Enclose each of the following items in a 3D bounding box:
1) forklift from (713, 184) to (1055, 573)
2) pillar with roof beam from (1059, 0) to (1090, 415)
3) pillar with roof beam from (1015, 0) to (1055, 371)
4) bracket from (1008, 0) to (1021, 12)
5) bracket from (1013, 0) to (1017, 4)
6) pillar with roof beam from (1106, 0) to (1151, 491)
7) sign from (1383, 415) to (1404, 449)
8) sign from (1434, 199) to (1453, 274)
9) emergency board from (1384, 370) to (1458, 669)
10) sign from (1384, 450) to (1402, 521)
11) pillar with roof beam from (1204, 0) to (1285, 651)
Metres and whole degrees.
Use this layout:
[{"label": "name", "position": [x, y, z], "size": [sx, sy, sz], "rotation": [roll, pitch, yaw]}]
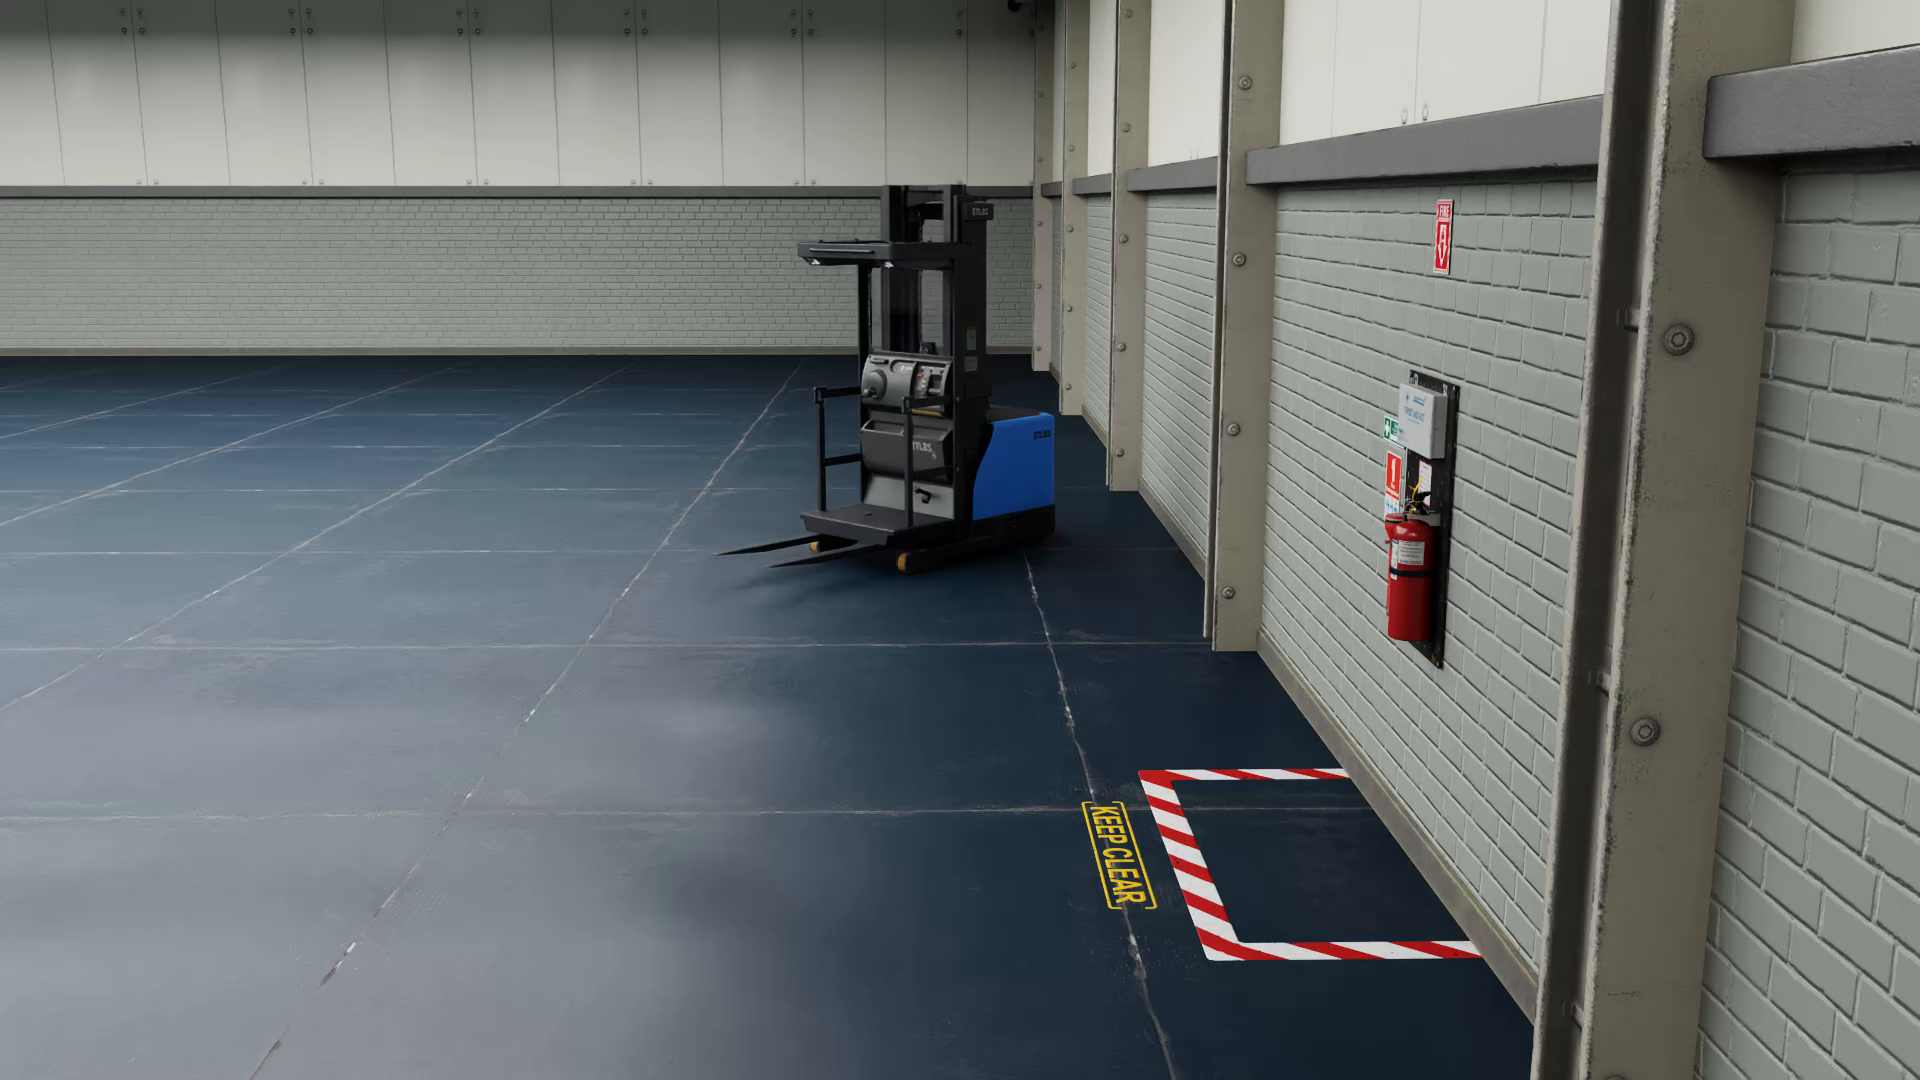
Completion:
[{"label": "forklift", "position": [-0.572, -1.292, 13.056], "size": [1.130, 2.935, 3.031], "rotation": [11, 16, 42]}, {"label": "pillar with roof beam", "position": [-2.788, -6.112, 21.551], "size": [9.100, 9.000, 0.400], "rotation": [0, 11, -1]}, {"label": "pillar with roof beam", "position": [-2.912, -7.304, 27.430], "size": [9.100, 9.000, 0.548], "rotation": [0, 11, -1]}, {"label": "bracket", "position": [0.979, -9.638, 29.881], "size": [0.235, 0.232, 0.430], "rotation": [0, 11, -1]}, {"label": "bracket", "position": [0.992, -9.521, 29.302], "size": [0.076, 0.066, 3.189], "rotation": [0, 11, -1]}, {"label": "pillar with roof beam", "position": [-2.664, -4.919, 15.672], "size": [9.100, 9.000, 0.400], "rotation": [0, 11, -1]}, {"label": "sign", "position": [1.958, -0.489, 7.503], "size": [0.001, 0.109, 0.331], "rotation": [0, 11, -1]}, {"label": "sign", "position": [1.974, -1.241, 6.799], "size": [0.001, 0.298, 0.199], "rotation": [0, 11, -1]}, {"label": "emergency board", "position": [1.875, -0.102, 7.020], "size": [0.194, 1.169, 0.643], "rotation": [0, 11, -1]}, {"label": "sign", "position": [1.967, -0.230, 7.560], "size": [0.001, 0.329, 0.234], "rotation": [0, 11, -1]}, {"label": "pillar with roof beam", "position": [-2.540, -3.726, 9.793], "size": [9.100, 9.000, 0.400], "rotation": [0, 11, -1]}]
